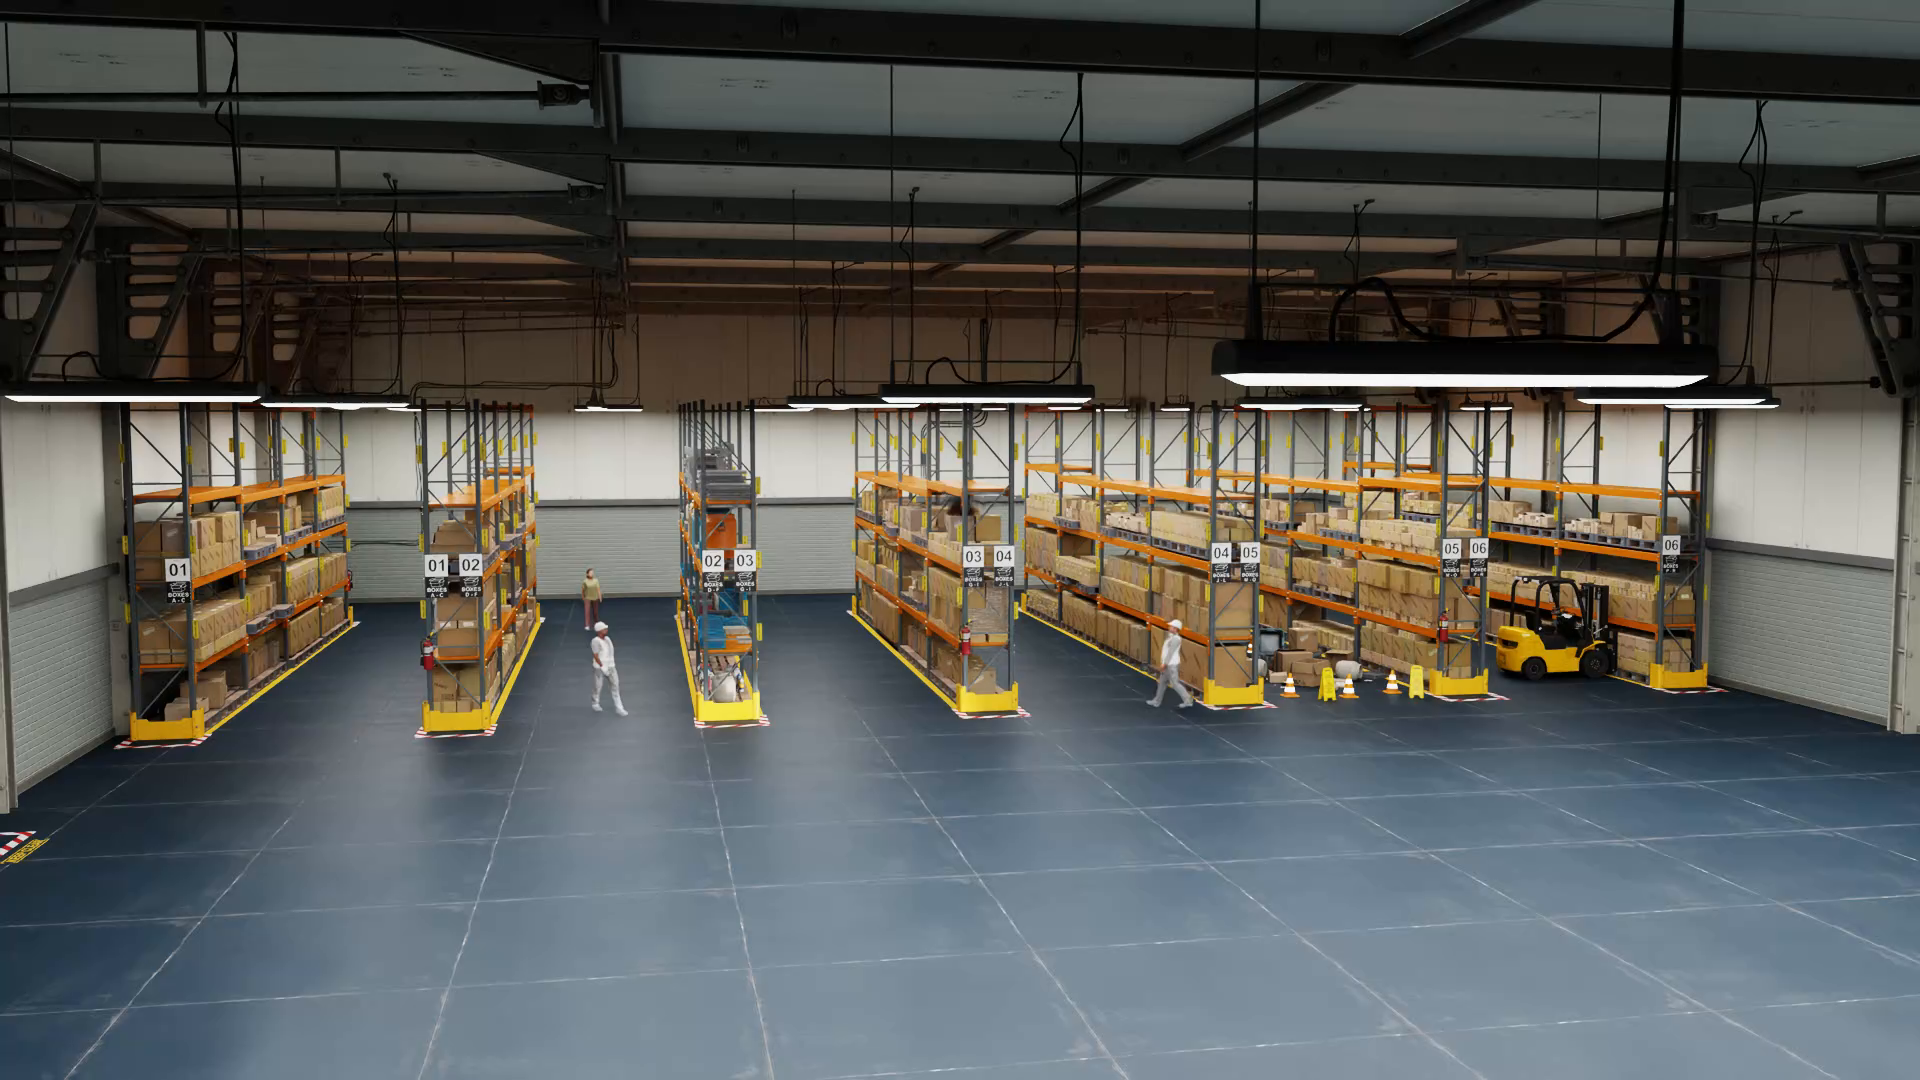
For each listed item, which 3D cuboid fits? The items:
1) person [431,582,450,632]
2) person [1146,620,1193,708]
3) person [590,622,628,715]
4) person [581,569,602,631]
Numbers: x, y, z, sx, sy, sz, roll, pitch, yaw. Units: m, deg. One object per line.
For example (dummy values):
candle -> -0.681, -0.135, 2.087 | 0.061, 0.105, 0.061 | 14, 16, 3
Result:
person -> -13.653, 1.522, 43.863 | 0.709, 1.724, 1.096 | 0, 4, -2
person -> 4.082, 2.418, 32.366 | 0.966, 1.730, 0.580 | 1, 5, 18
person -> -6.766, 2.438, 31.679 | 0.510, 1.747, 0.932 | -4, 6, -41
person -> -9.772, 1.570, 44.101 | 0.539, 1.614, 1.027 | 0, 4, -6
